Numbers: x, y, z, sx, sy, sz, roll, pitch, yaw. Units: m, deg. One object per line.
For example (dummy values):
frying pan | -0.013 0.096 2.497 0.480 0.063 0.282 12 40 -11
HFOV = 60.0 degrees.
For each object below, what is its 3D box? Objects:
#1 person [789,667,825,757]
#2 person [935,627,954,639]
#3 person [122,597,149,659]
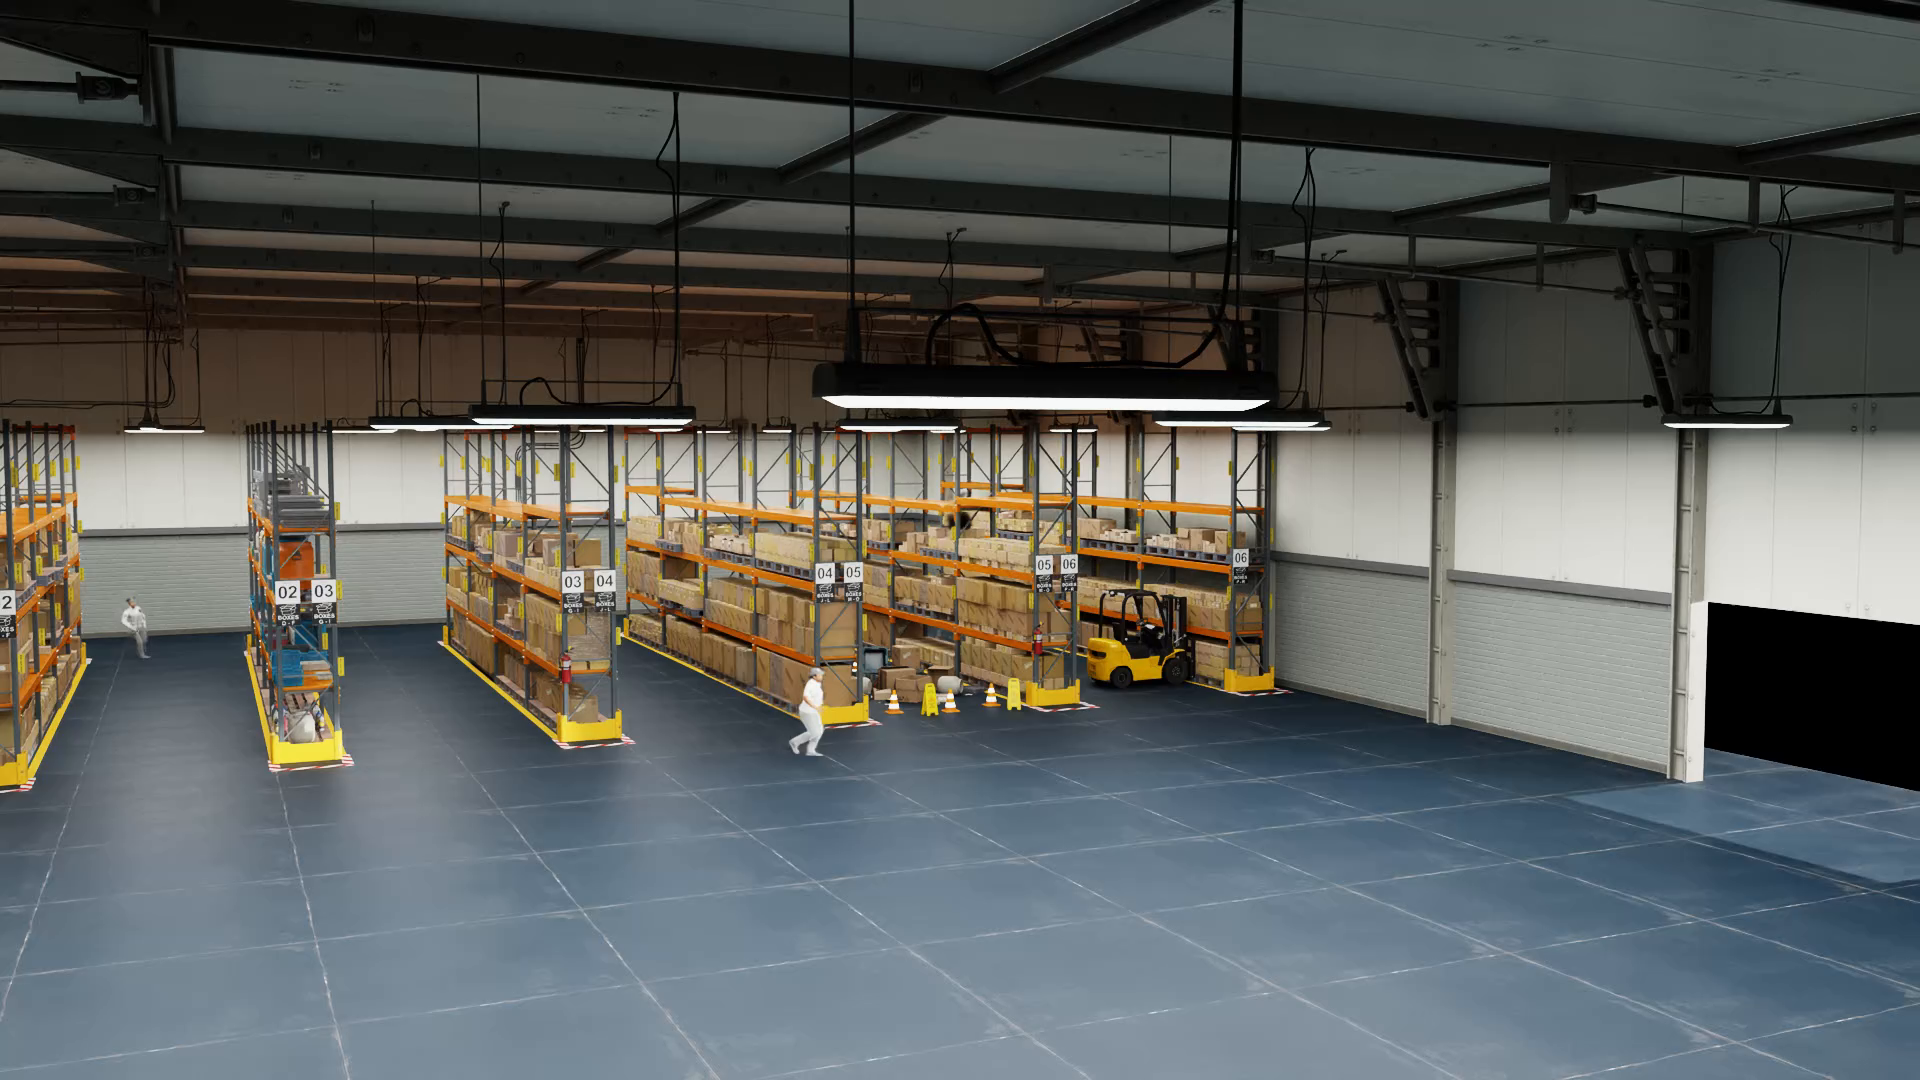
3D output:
person | -2.717 3.075 29.695 0.650 1.610 0.606 1 4 10
person | -0.469 1.998 46.643 0.945 1.653 0.597 3 5 41
person | -21.128 2.251 42.573 0.503 1.619 0.670 3 4 36
